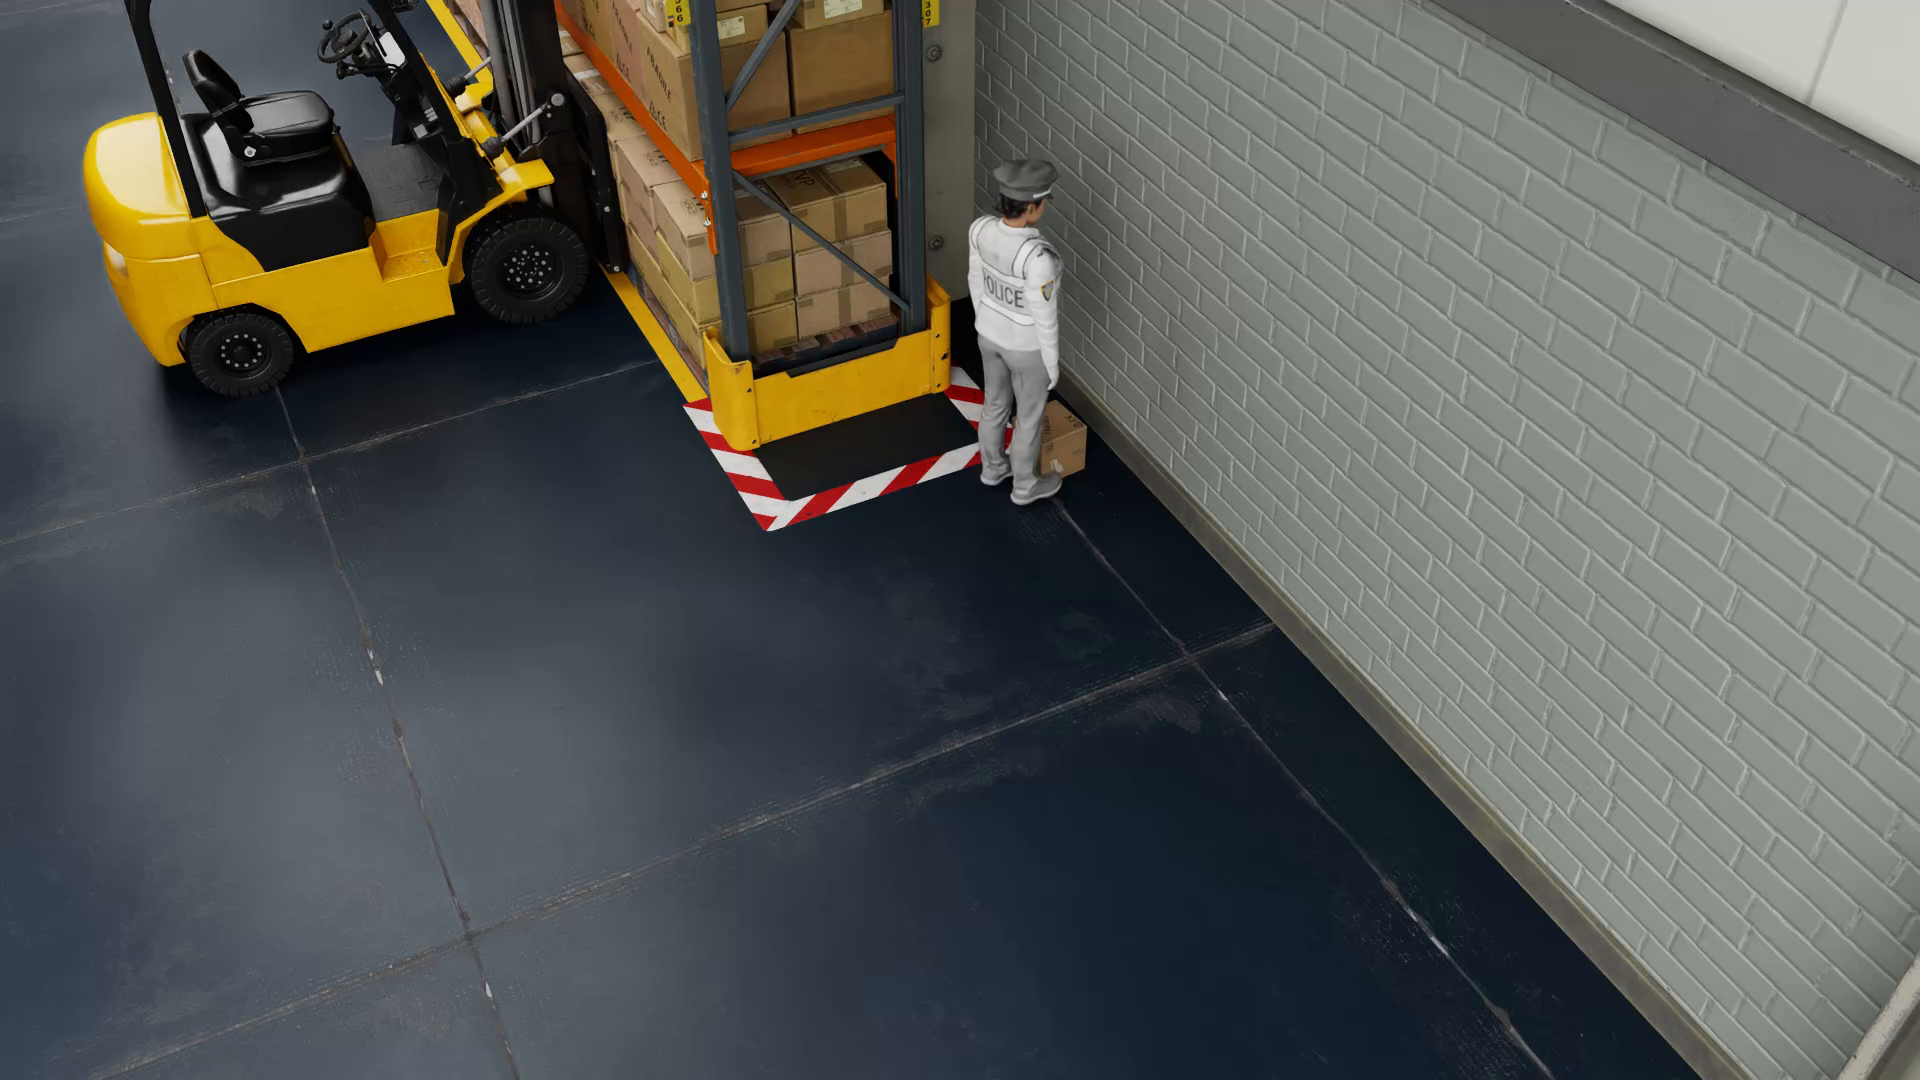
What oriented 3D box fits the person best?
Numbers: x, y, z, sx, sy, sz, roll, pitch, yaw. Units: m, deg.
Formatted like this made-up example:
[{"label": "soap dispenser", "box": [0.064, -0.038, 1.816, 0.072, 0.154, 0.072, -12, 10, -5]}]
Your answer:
[{"label": "person", "box": [0.267, -0.854, 7.097, 0.372, 1.681, 0.501, -33, 51, -31]}]
